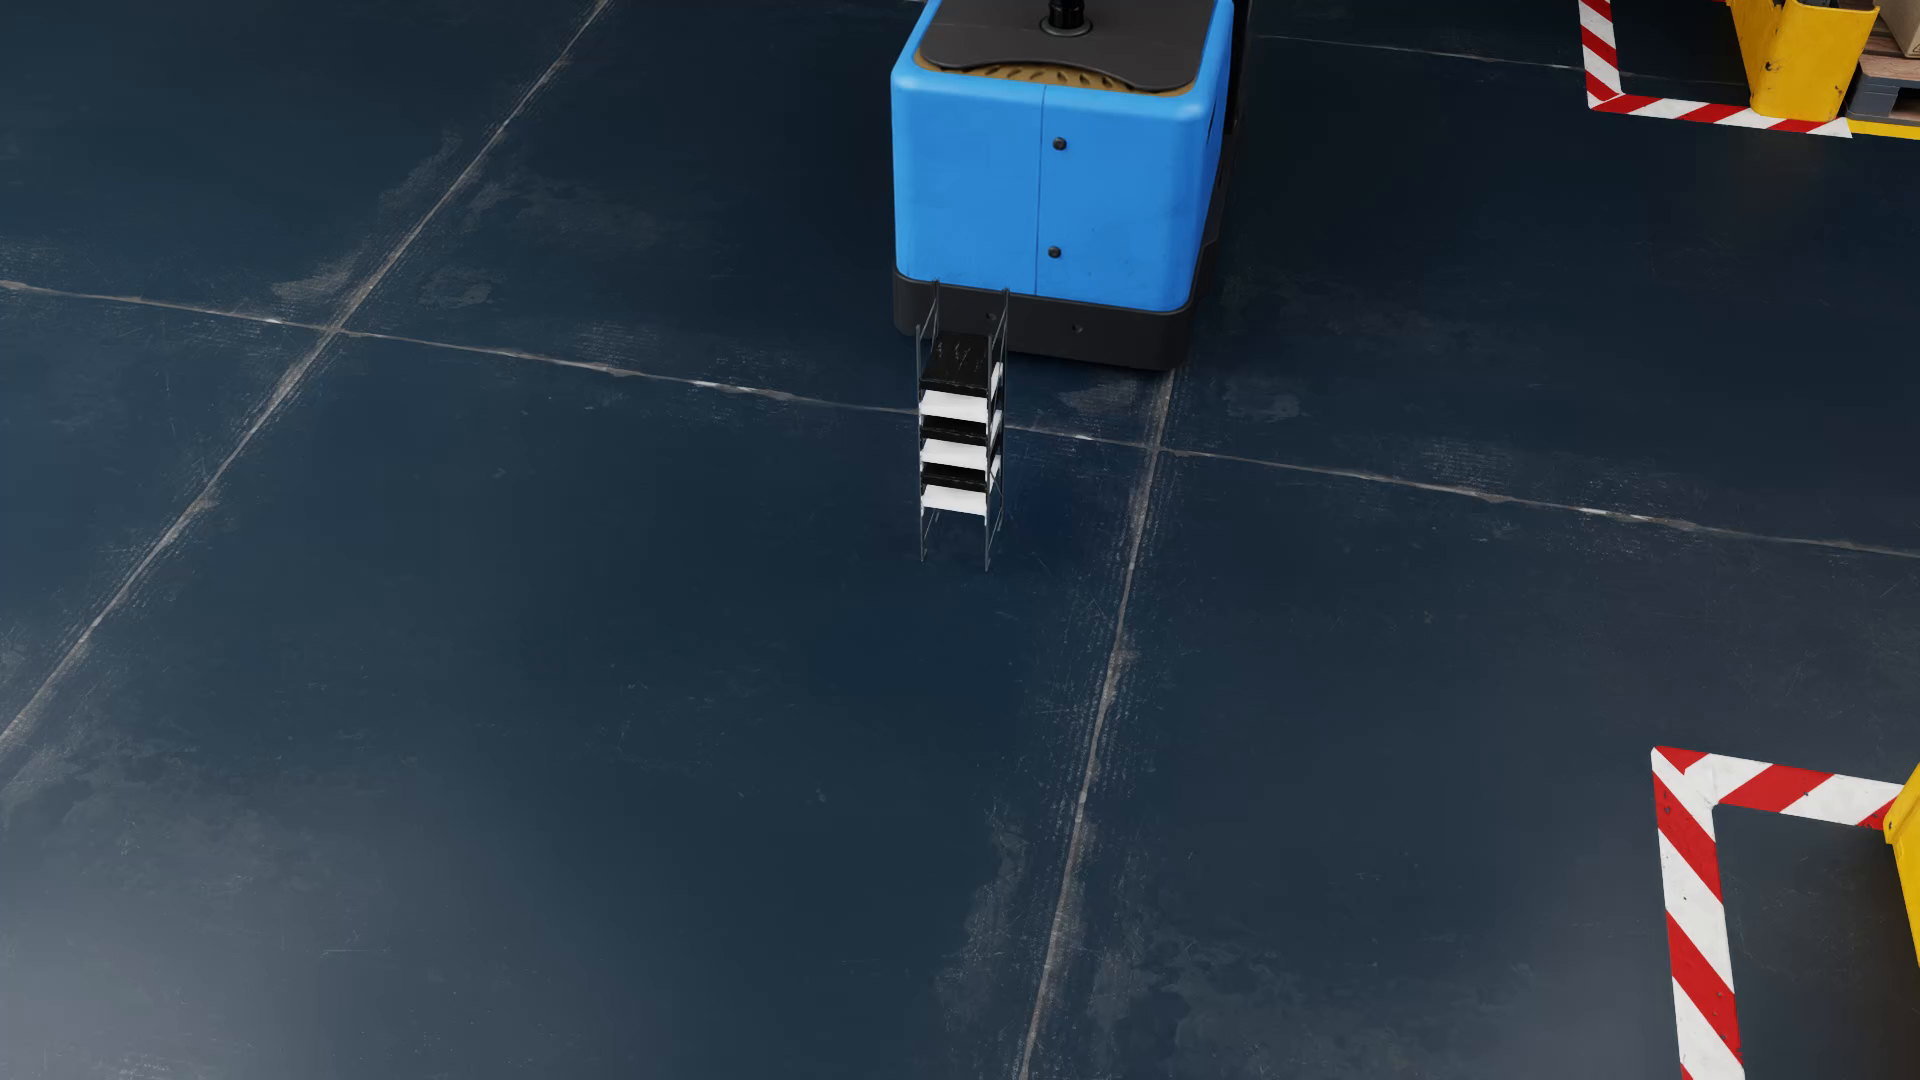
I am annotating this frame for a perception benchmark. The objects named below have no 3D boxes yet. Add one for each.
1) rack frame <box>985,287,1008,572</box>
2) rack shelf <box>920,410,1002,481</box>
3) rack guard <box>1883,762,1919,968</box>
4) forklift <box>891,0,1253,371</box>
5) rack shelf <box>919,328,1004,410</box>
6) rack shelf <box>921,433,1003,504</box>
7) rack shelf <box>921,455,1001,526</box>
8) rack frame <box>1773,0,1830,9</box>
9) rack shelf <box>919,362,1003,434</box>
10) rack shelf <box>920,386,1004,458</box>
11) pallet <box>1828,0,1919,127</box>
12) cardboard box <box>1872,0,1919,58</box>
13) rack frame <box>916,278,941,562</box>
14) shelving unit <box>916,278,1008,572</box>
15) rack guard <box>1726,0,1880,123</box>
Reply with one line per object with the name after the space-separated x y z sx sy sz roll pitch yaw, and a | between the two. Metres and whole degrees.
0.107 -0.308 4.921 0.006 0.900 0.240 9 45 9 | rack frame
0.008 -0.299 4.960 0.200 0.077 0.258 9 45 9 | rack shelf
2.528 0.963 3.889 0.348 0.500 1.175 9 45 9 | rack guard
0.590 -2.679 5.920 1.130 2.935 3.031 9 45 9 | forklift
0.008 -0.493 4.773 0.200 0.077 0.258 9 45 9 | rack shelf
0.008 -0.234 5.022 0.200 0.077 0.258 9 45 9 | rack shelf
0.008 -0.169 5.085 0.200 0.077 0.258 9 45 9 | rack shelf
3.630 -3.287 6.502 0.127 3.000 1.000 9 45 9 | rack frame
0.008 -0.429 4.835 0.200 0.077 0.258 9 45 9 | rack shelf
0.008 -0.364 4.897 0.200 0.077 0.258 9 45 9 | rack shelf
4.489 -2.124 7.305 1.213 0.211 1.003 9 45 9 | pallet
4.285 -2.311 7.110 0.500 0.311 0.500 4 44 4 | cardboard box
-0.091 -0.338 4.953 0.006 0.900 0.240 9 45 9 | rack frame
0.008 -0.323 4.937 0.210 0.900 0.258 9 45 9 | shelving unit
3.704 -2.375 7.357 0.348 0.500 1.175 9 45 9 | rack guard
